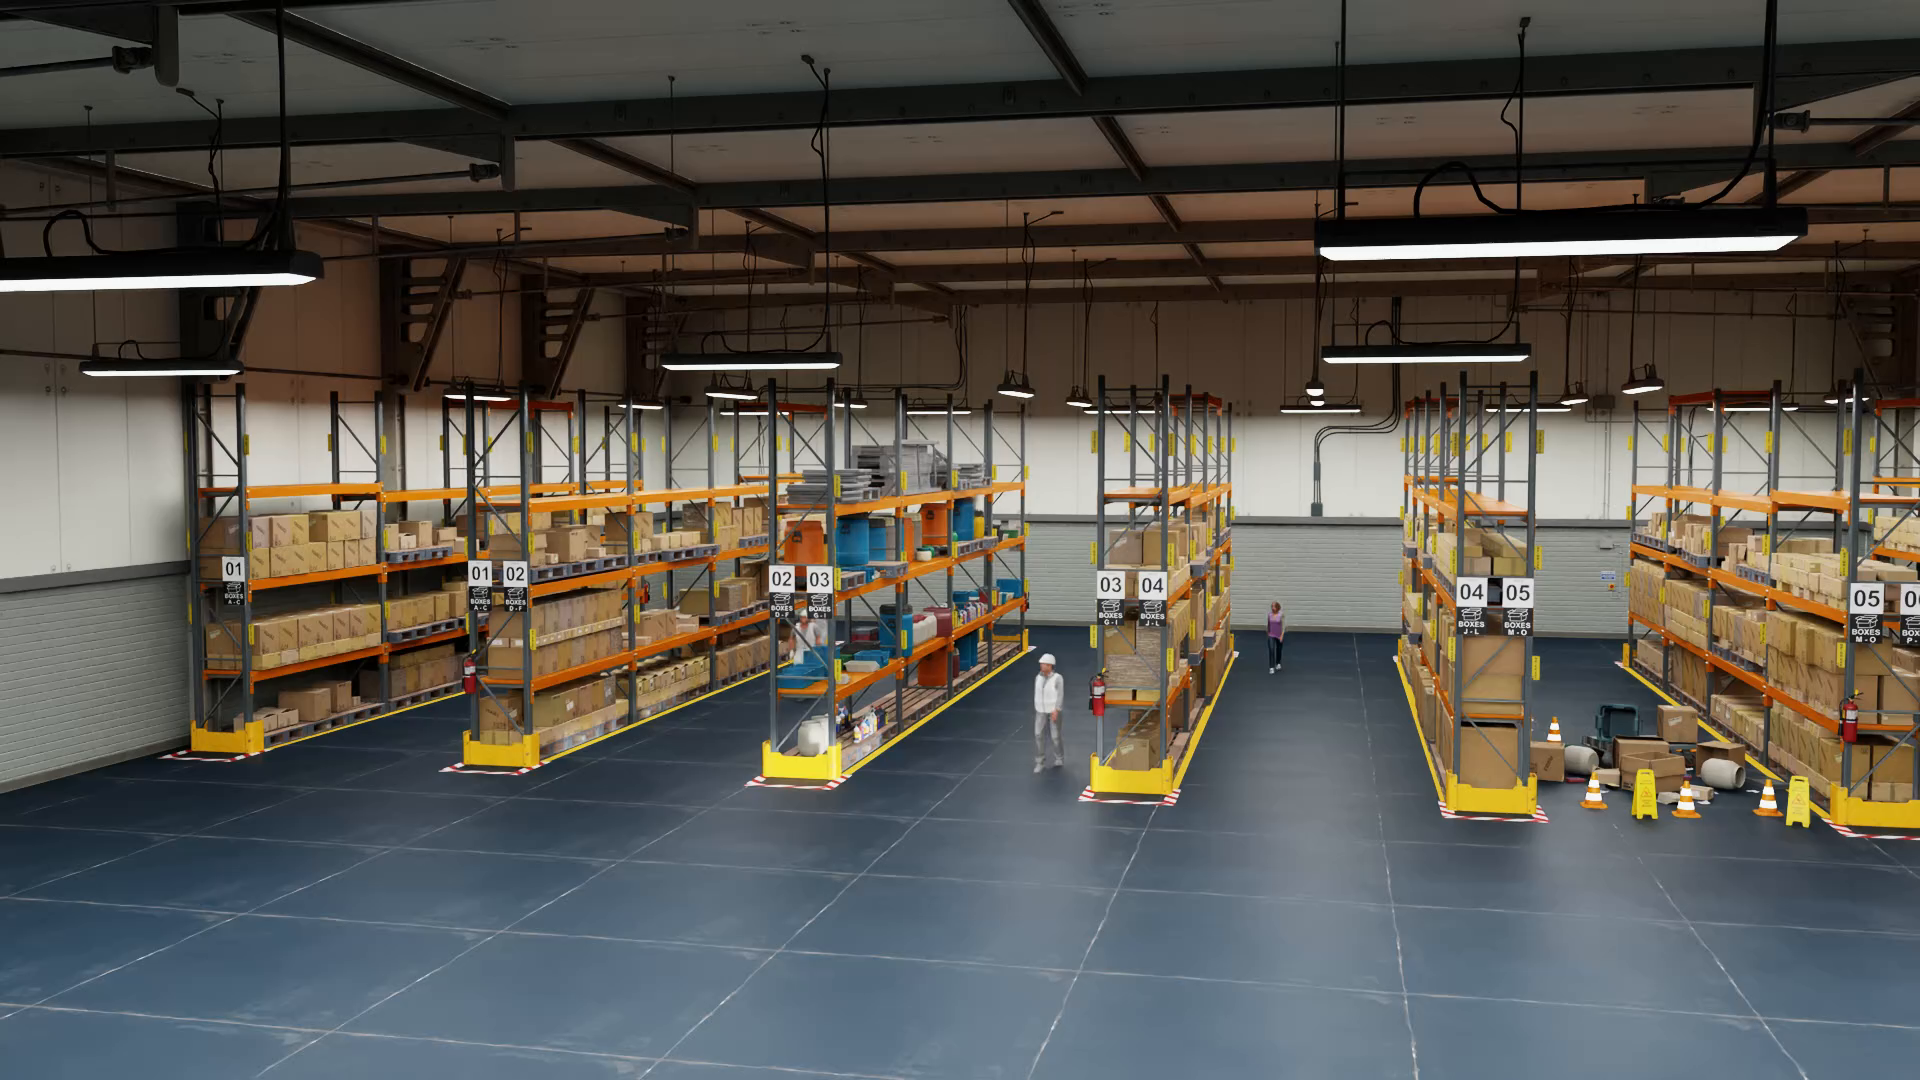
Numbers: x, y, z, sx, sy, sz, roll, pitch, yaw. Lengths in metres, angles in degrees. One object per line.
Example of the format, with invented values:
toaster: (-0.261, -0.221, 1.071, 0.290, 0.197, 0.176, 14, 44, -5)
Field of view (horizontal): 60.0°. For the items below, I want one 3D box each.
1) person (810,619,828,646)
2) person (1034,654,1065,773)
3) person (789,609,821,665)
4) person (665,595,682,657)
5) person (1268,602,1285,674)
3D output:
person: (-3.064, 1.962, 36.350, 0.413, 1.437, 1.019, 0, 3, 3)
person: (1.358, 2.670, 25.684, 0.568, 1.812, 0.761, 2, 4, 31)
person: (-3.048, 2.171, 32.597, 0.614, 1.654, 0.831, 0, 3, -4)
person: (-6.473, 2.040, 37.784, 0.578, 1.635, 0.542, 0, 3, 6)
person: (6.938, 2.122, 36.479, 0.387, 1.538, 0.972, 1, 3, 11)
